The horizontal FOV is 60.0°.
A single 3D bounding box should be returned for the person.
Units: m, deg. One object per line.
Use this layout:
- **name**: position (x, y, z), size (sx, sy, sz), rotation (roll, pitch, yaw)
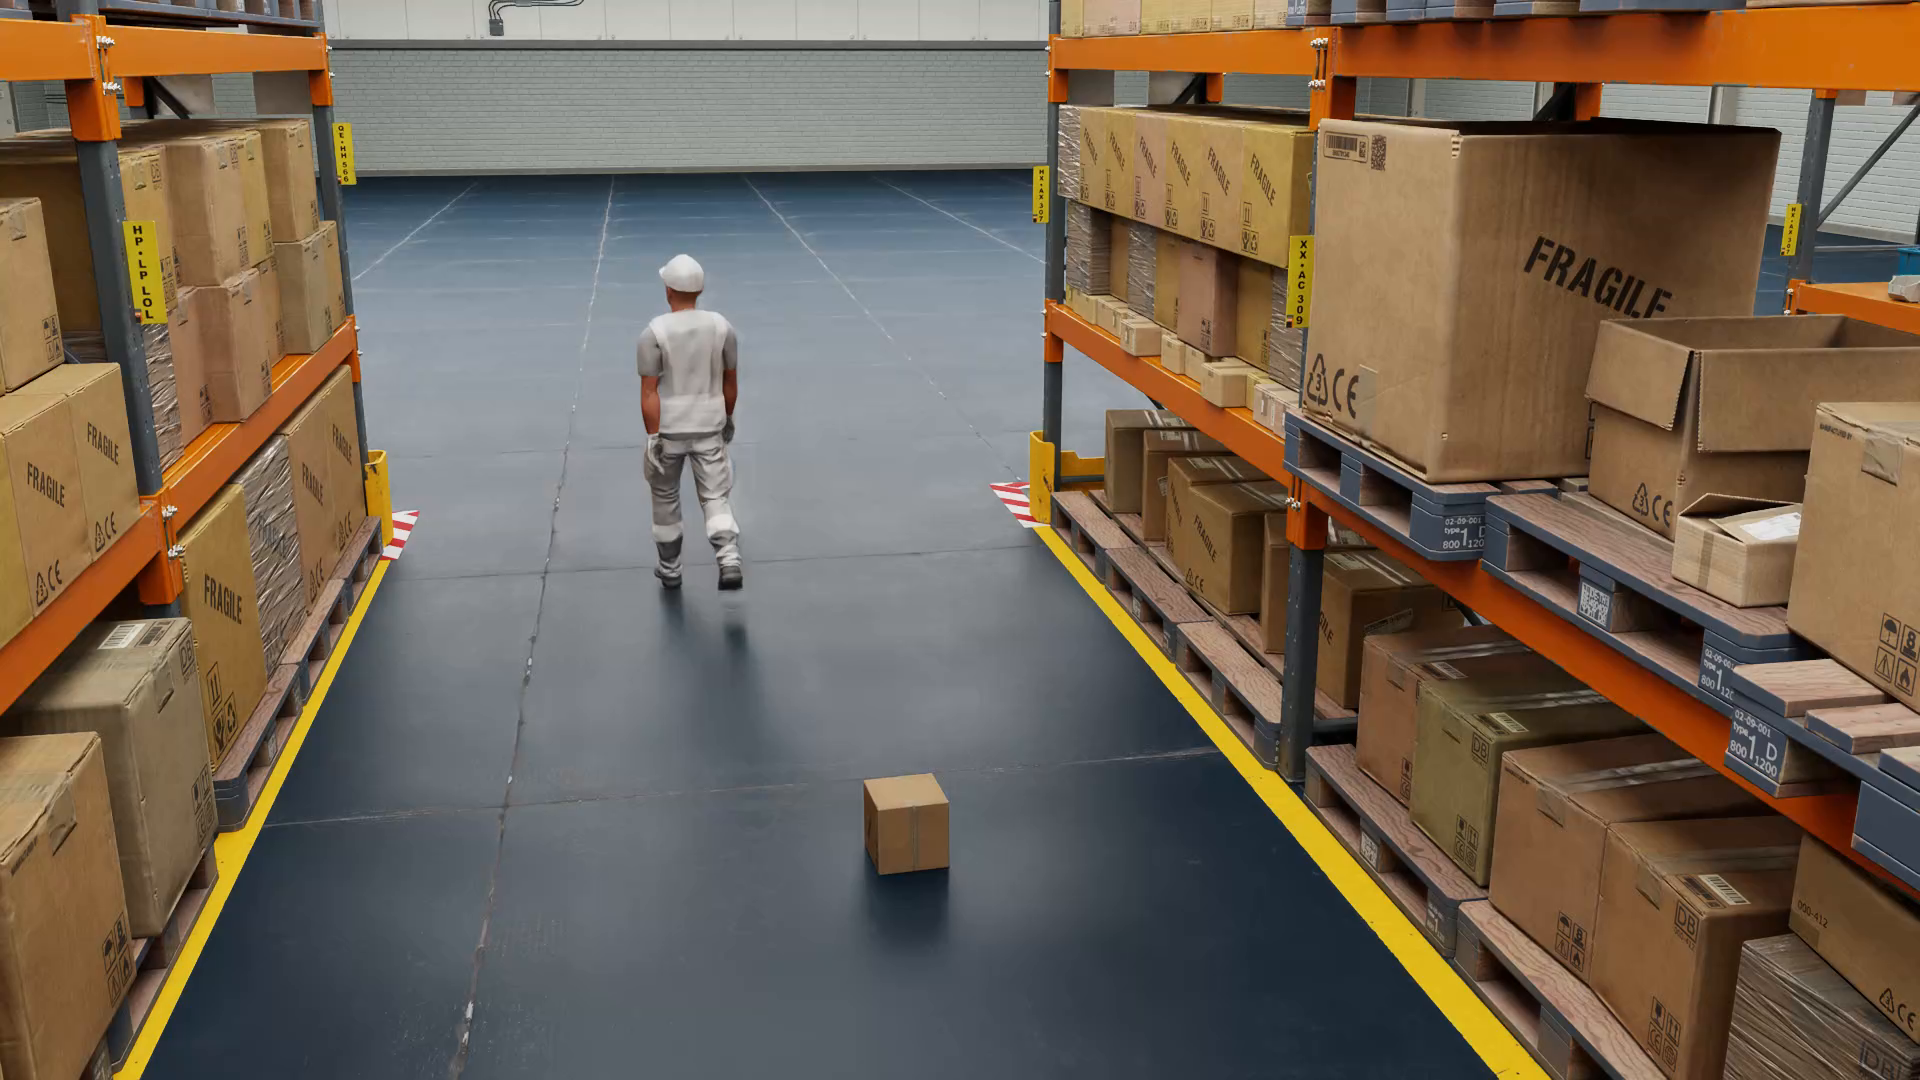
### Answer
- **person**: position (-1.358, -0.559, 8.400), size (0.535, 1.756, 0.930), rotation (-6, 17, -21)
